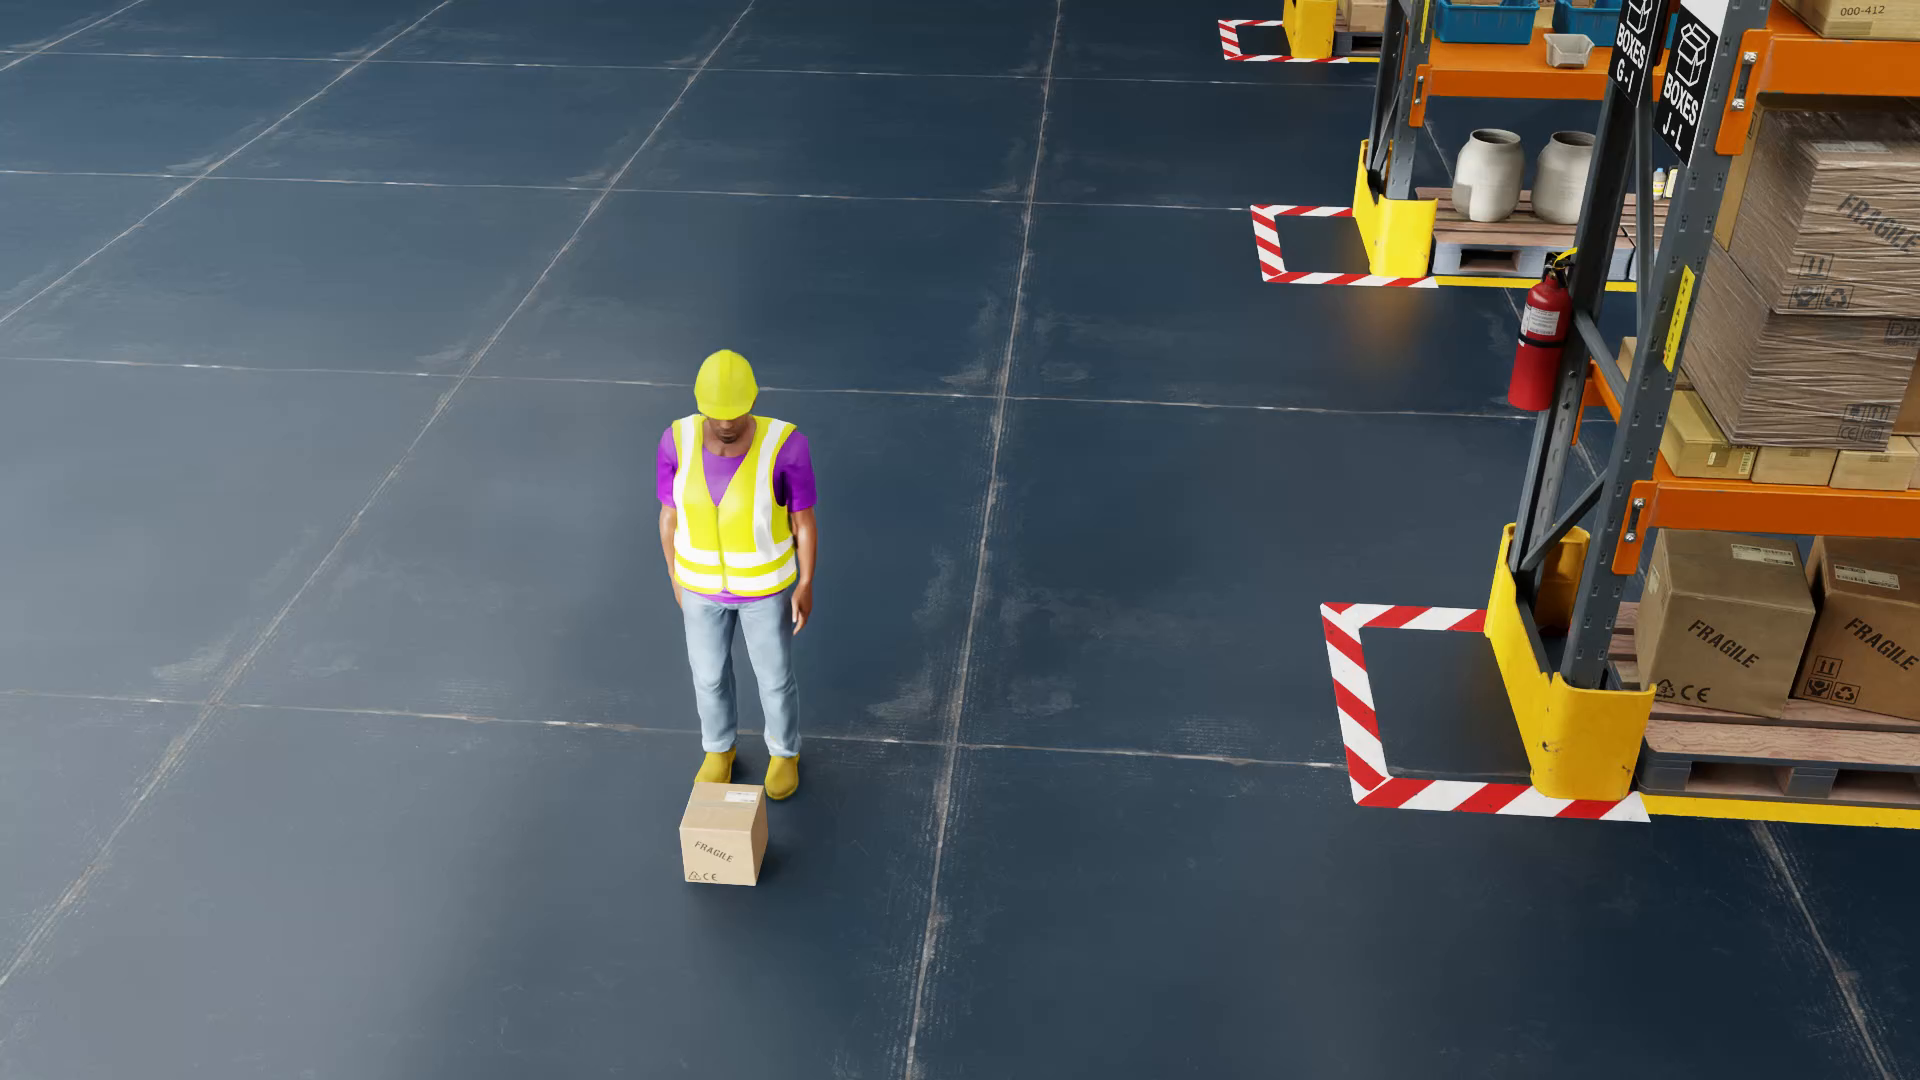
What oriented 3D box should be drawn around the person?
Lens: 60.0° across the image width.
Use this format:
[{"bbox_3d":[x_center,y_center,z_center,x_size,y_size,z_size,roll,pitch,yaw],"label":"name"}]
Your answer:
[{"bbox_3d":[-0.777,0.139,5.895,0.566,1.767,0.363,3,32,5],"label":"person"}]
